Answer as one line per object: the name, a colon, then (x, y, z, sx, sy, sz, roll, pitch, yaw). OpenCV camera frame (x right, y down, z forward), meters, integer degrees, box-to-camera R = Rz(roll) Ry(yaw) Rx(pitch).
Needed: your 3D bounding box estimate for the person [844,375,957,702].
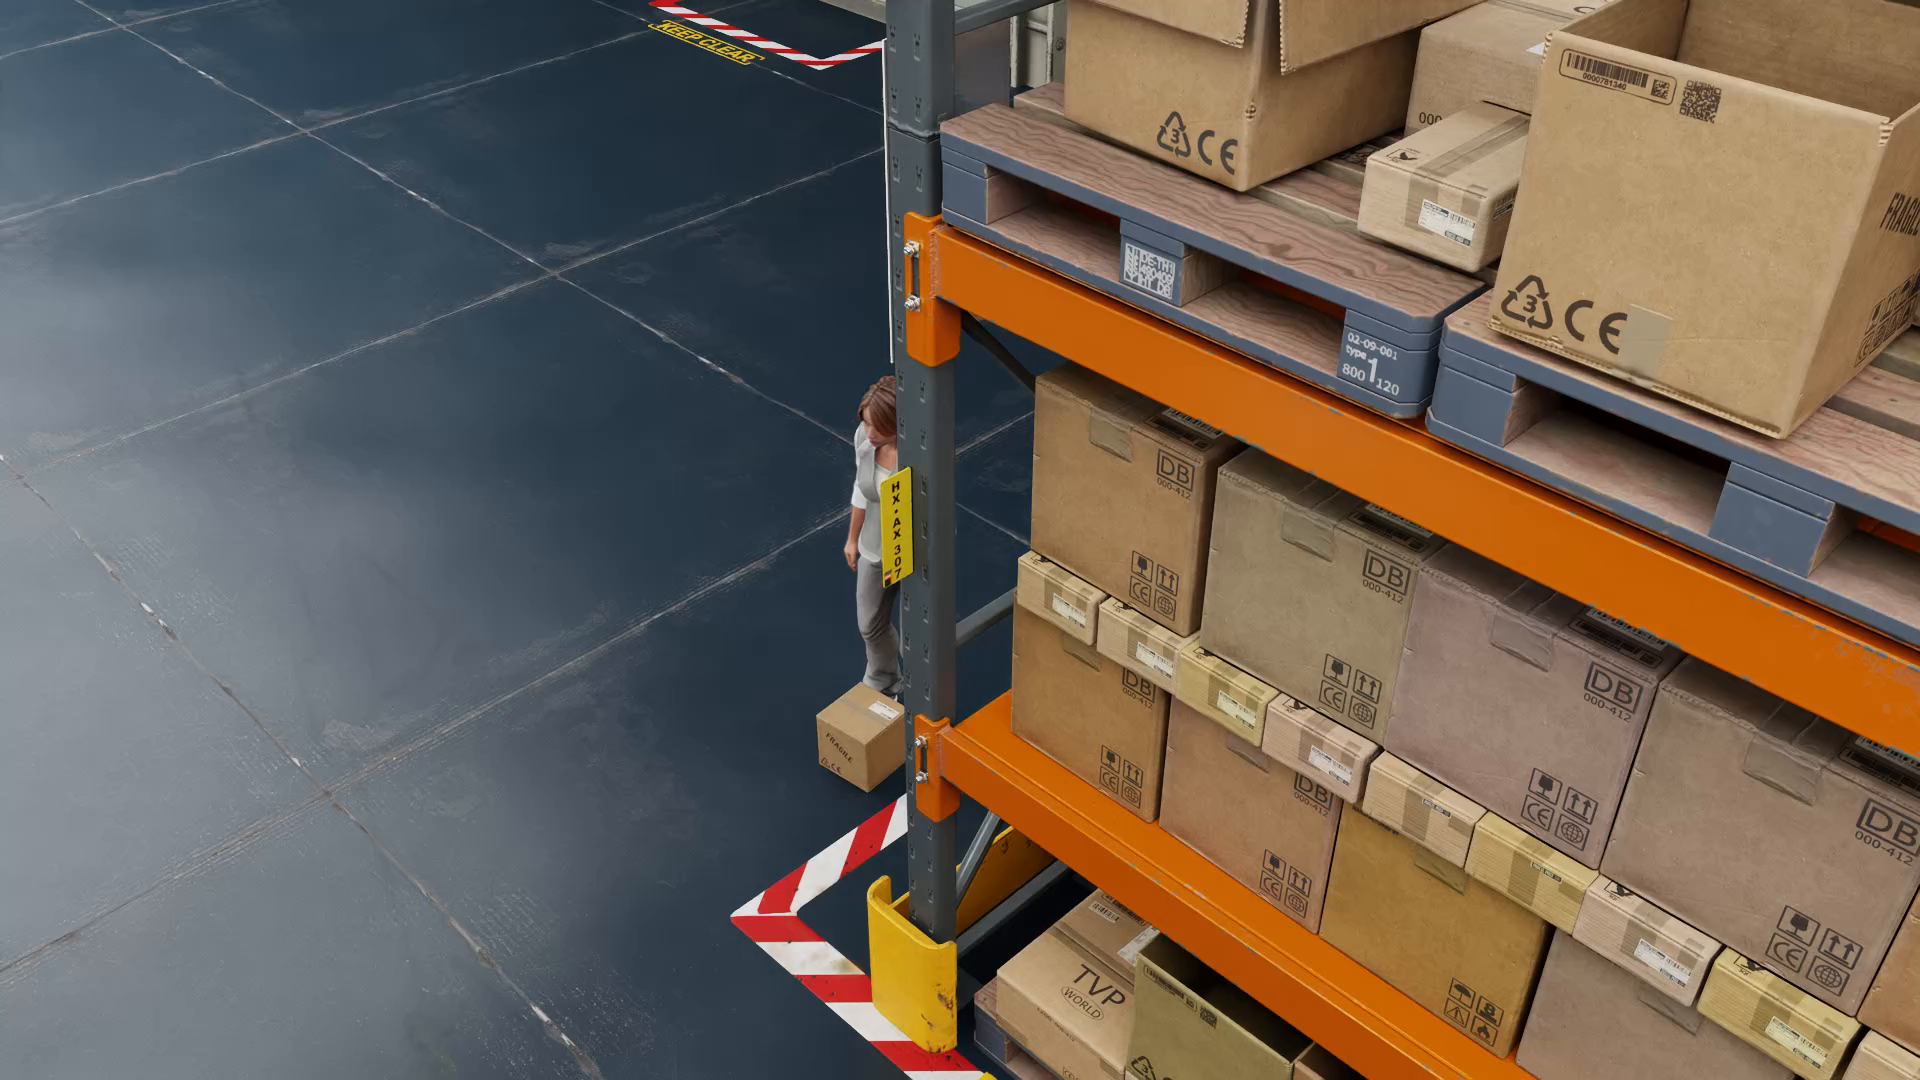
person: (-0.219, 0.080, 6.048, 0.464, 1.591, 0.343, 25, 43, 30)
